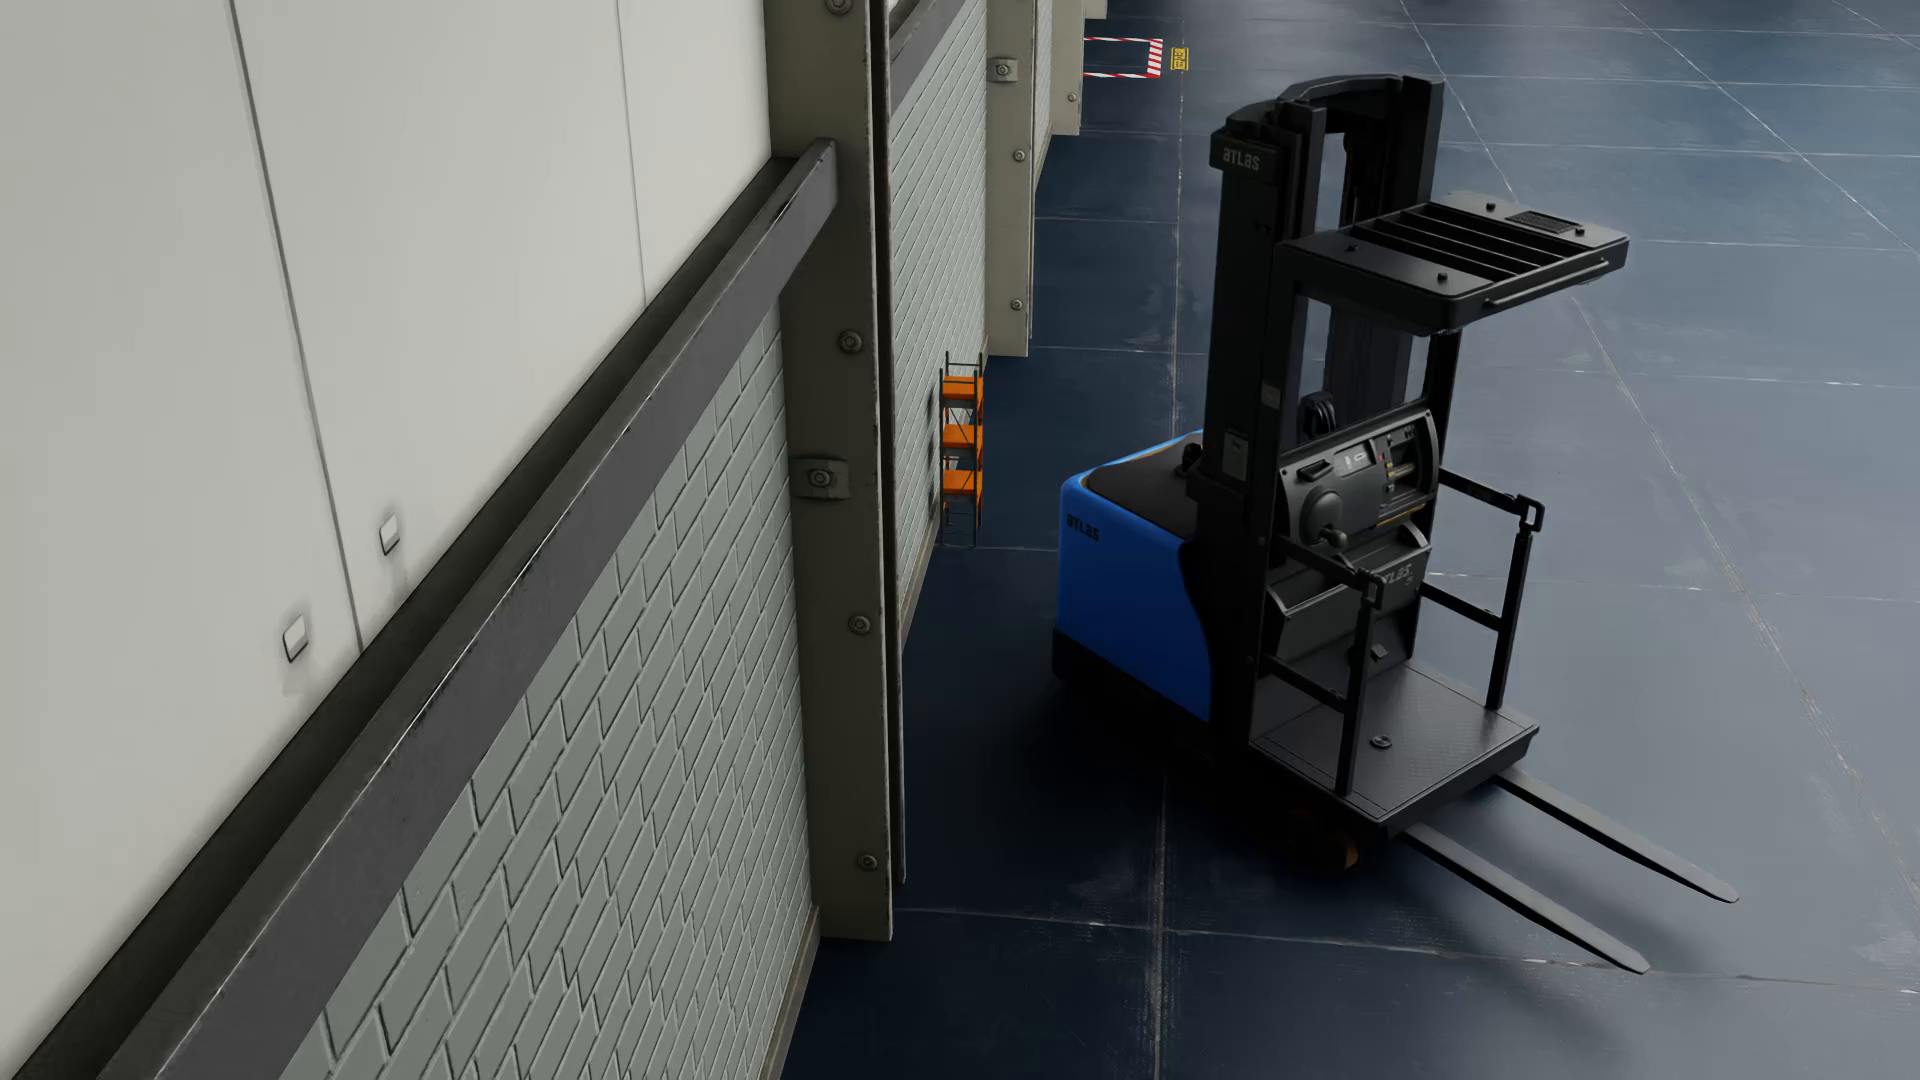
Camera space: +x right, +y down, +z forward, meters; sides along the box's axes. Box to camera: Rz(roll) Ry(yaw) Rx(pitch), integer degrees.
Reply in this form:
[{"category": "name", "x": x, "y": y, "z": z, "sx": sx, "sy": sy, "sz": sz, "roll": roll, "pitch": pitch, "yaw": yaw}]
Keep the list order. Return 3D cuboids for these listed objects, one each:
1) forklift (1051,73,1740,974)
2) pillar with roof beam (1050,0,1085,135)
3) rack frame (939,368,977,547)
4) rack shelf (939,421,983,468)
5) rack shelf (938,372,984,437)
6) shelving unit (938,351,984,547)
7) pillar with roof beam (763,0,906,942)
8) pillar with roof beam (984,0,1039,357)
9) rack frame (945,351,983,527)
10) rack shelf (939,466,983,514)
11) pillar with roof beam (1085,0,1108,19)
[{"category": "forklift", "x": 1.746, "y": -0.211, "z": 6.551, "sx": 1.130, "sy": 2.935, "sz": 3.031, "roll": -21, "pitch": 35, "yaw": -33}, {"category": "pillar with roof beam", "x": 5.347, "y": -7.919, "z": 14.462, "sx": 9.100, "sy": 9.000, "sz": 0.400, "roll": 3, "pitch": 28, "yaw": 6}, {"category": "rack frame", "x": -0.008, "y": -0.430, "z": 8.941, "sx": 0.200, "sy": 1.050, "sz": 0.008, "roll": 3, "pitch": 28, "yaw": 6}, {"category": "rack shelf", "x": 0.007, "y": -0.478, "z": 9.053, "sx": 0.215, "sy": 0.259, "sz": 0.240, "roll": 3, "pitch": 28, "yaw": 6}, {"category": "rack shelf", "x": 0.007, "y": -0.728, "z": 8.918, "sx": 0.215, "sy": 0.259, "sz": 0.240, "roll": 3, "pitch": 28, "yaw": 6}, {"category": "shelving unit", "x": 0.007, "y": -0.487, "z": 9.048, "sx": 0.215, "sy": 1.050, "sz": 0.252, "roll": 3, "pitch": 28, "yaw": 6}, {"category": "pillar with roof beam", "x": 3.876, "y": -2.271, "z": 3.977, "sx": 9.100, "sy": 9.000, "sz": 0.400, "roll": 3, "pitch": 28, "yaw": 6}, {"category": "pillar with roof beam", "x": 4.612, "y": -5.095, "z": 9.219, "sx": 9.100, "sy": 9.000, "sz": 0.400, "roll": 3, "pitch": 28, "yaw": 6}, {"category": "rack frame", "x": 0.022, "y": -0.545, "z": 9.154, "sx": 0.200, "sy": 1.050, "sz": 0.008, "roll": 3, "pitch": 28, "yaw": 6}, {"category": "rack shelf", "x": 0.007, "y": -0.233, "z": 9.185, "sx": 0.215, "sy": 0.259, "sz": 0.240, "roll": 3, "pitch": 28, "yaw": 6}, {"category": "pillar with roof beam", "x": 6.082, "y": -10.744, "z": 19.704, "sx": 9.100, "sy": 9.000, "sz": 0.400, "roll": 3, "pitch": 28, "yaw": 6}]
